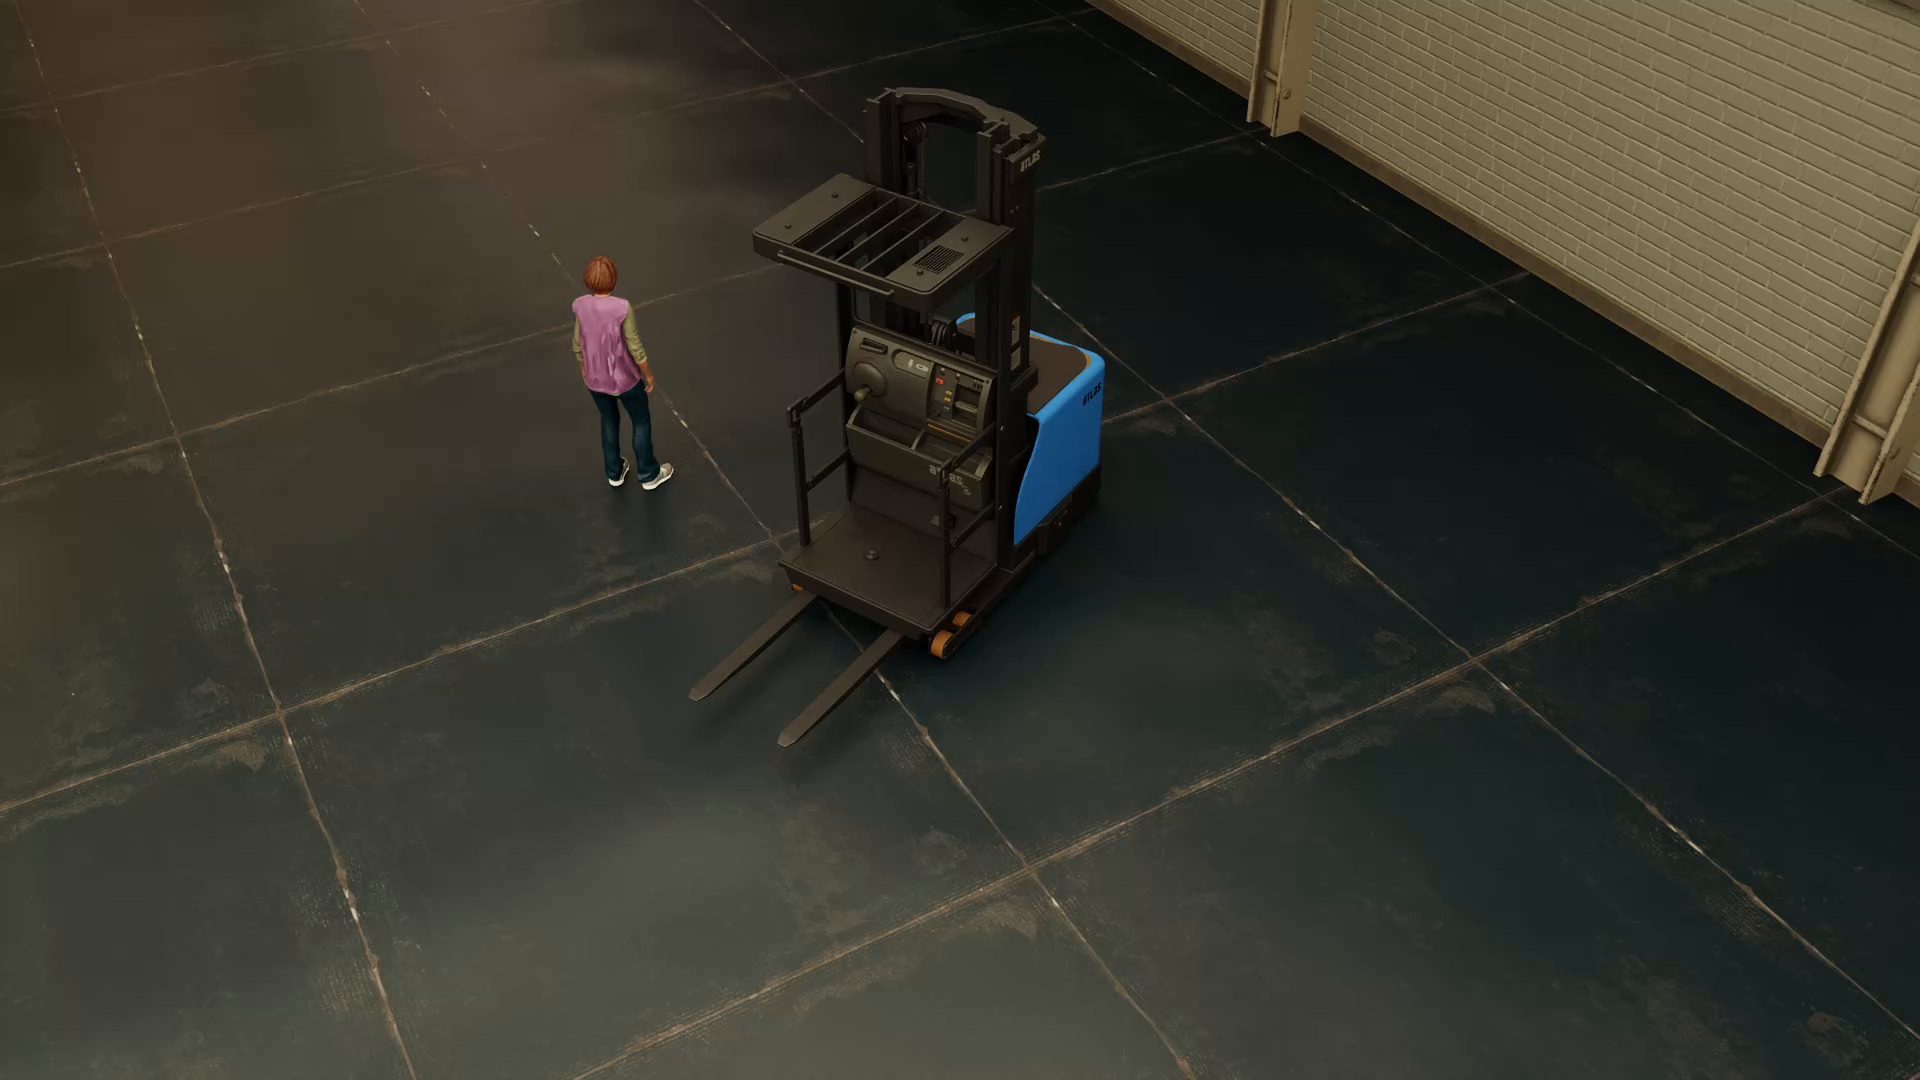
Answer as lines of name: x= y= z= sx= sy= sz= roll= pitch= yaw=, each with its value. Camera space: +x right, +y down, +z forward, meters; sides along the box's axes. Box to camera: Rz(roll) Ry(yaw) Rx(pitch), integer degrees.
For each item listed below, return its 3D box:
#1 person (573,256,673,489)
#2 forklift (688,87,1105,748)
person: x=-2.130 y=-1.008 z=10.301 sx=0.478 sy=1.592 sz=0.347 roll=9 pitch=40 yaw=10
forklift: x=-0.348 y=-0.796 z=8.995 sx=1.130 sy=2.935 sz=3.031 roll=23 pitch=45 yaw=25
